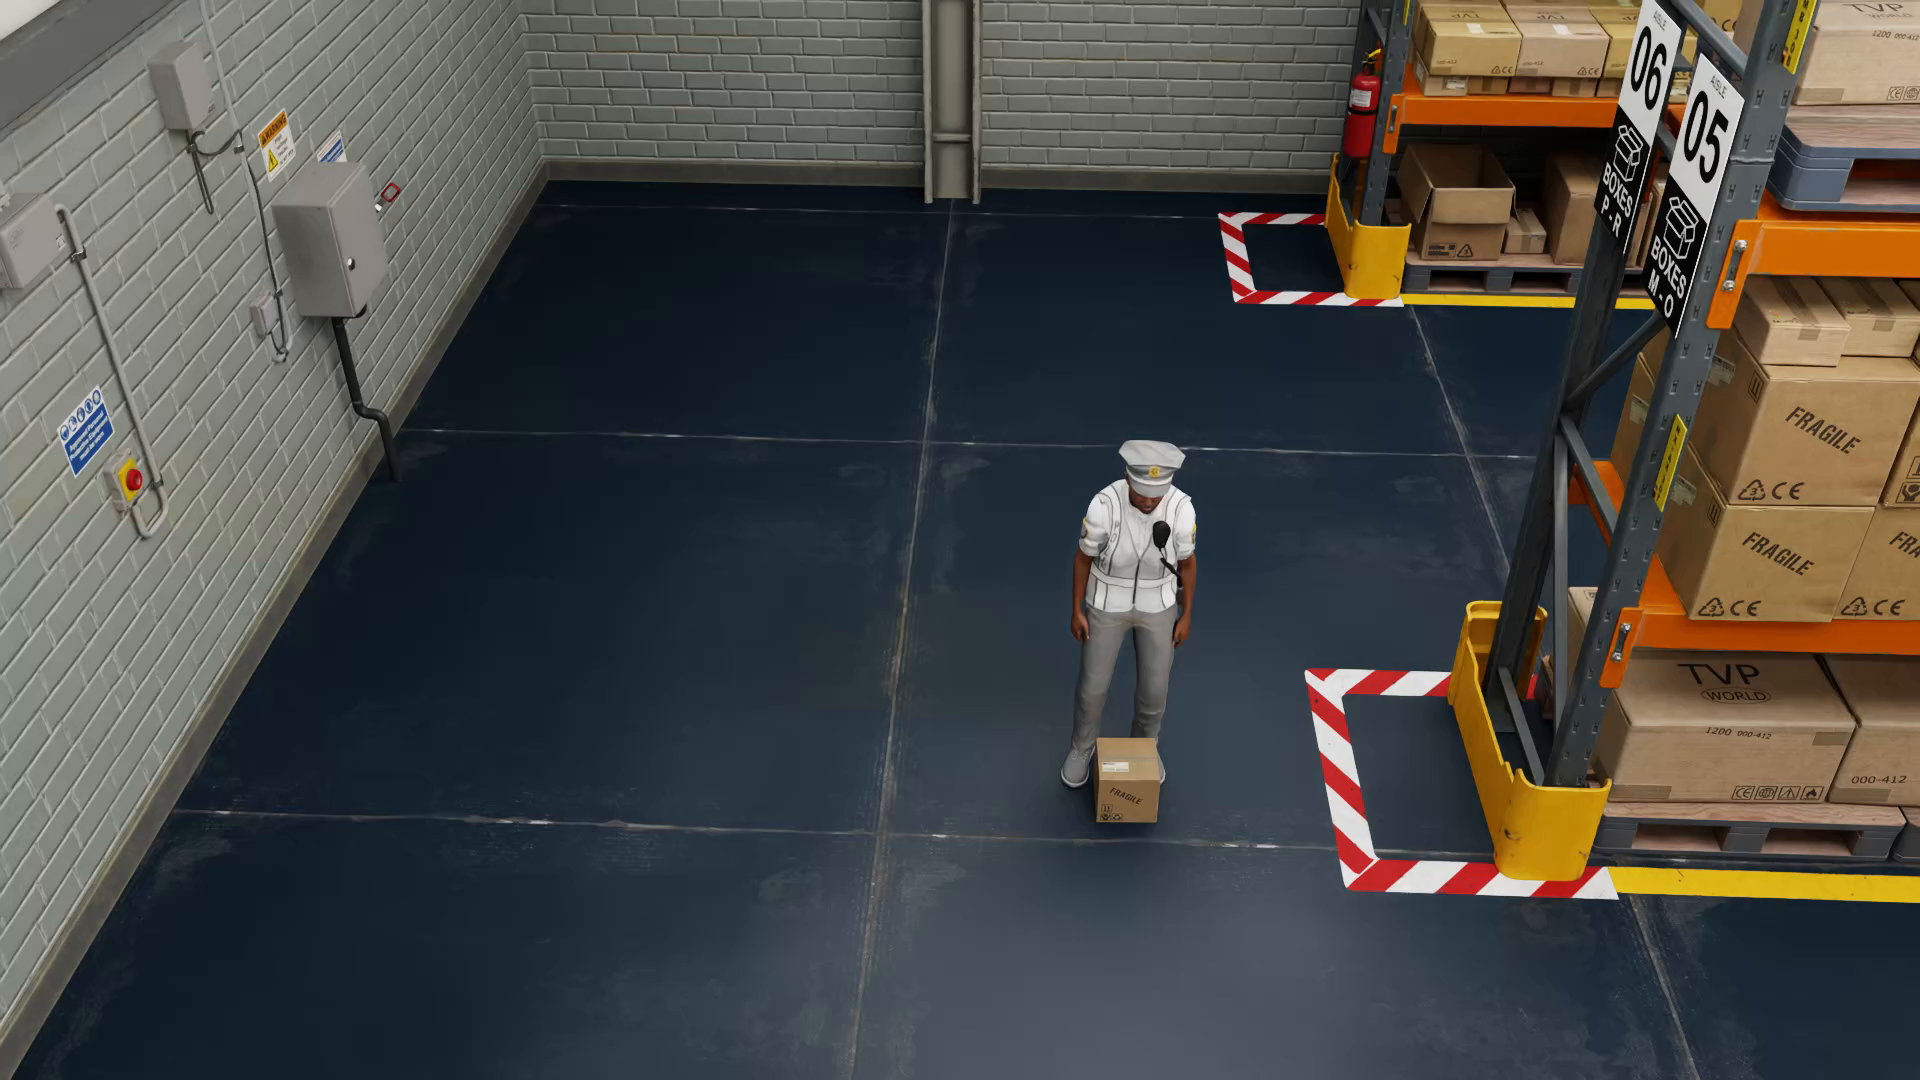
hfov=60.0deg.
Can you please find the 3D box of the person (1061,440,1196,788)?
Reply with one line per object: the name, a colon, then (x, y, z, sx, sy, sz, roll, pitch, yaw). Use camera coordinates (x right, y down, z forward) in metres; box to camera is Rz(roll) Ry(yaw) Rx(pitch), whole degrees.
person: (0.689, 0.292, 6.713, 0.504, 1.658, 0.396, 2, 36, 2)
